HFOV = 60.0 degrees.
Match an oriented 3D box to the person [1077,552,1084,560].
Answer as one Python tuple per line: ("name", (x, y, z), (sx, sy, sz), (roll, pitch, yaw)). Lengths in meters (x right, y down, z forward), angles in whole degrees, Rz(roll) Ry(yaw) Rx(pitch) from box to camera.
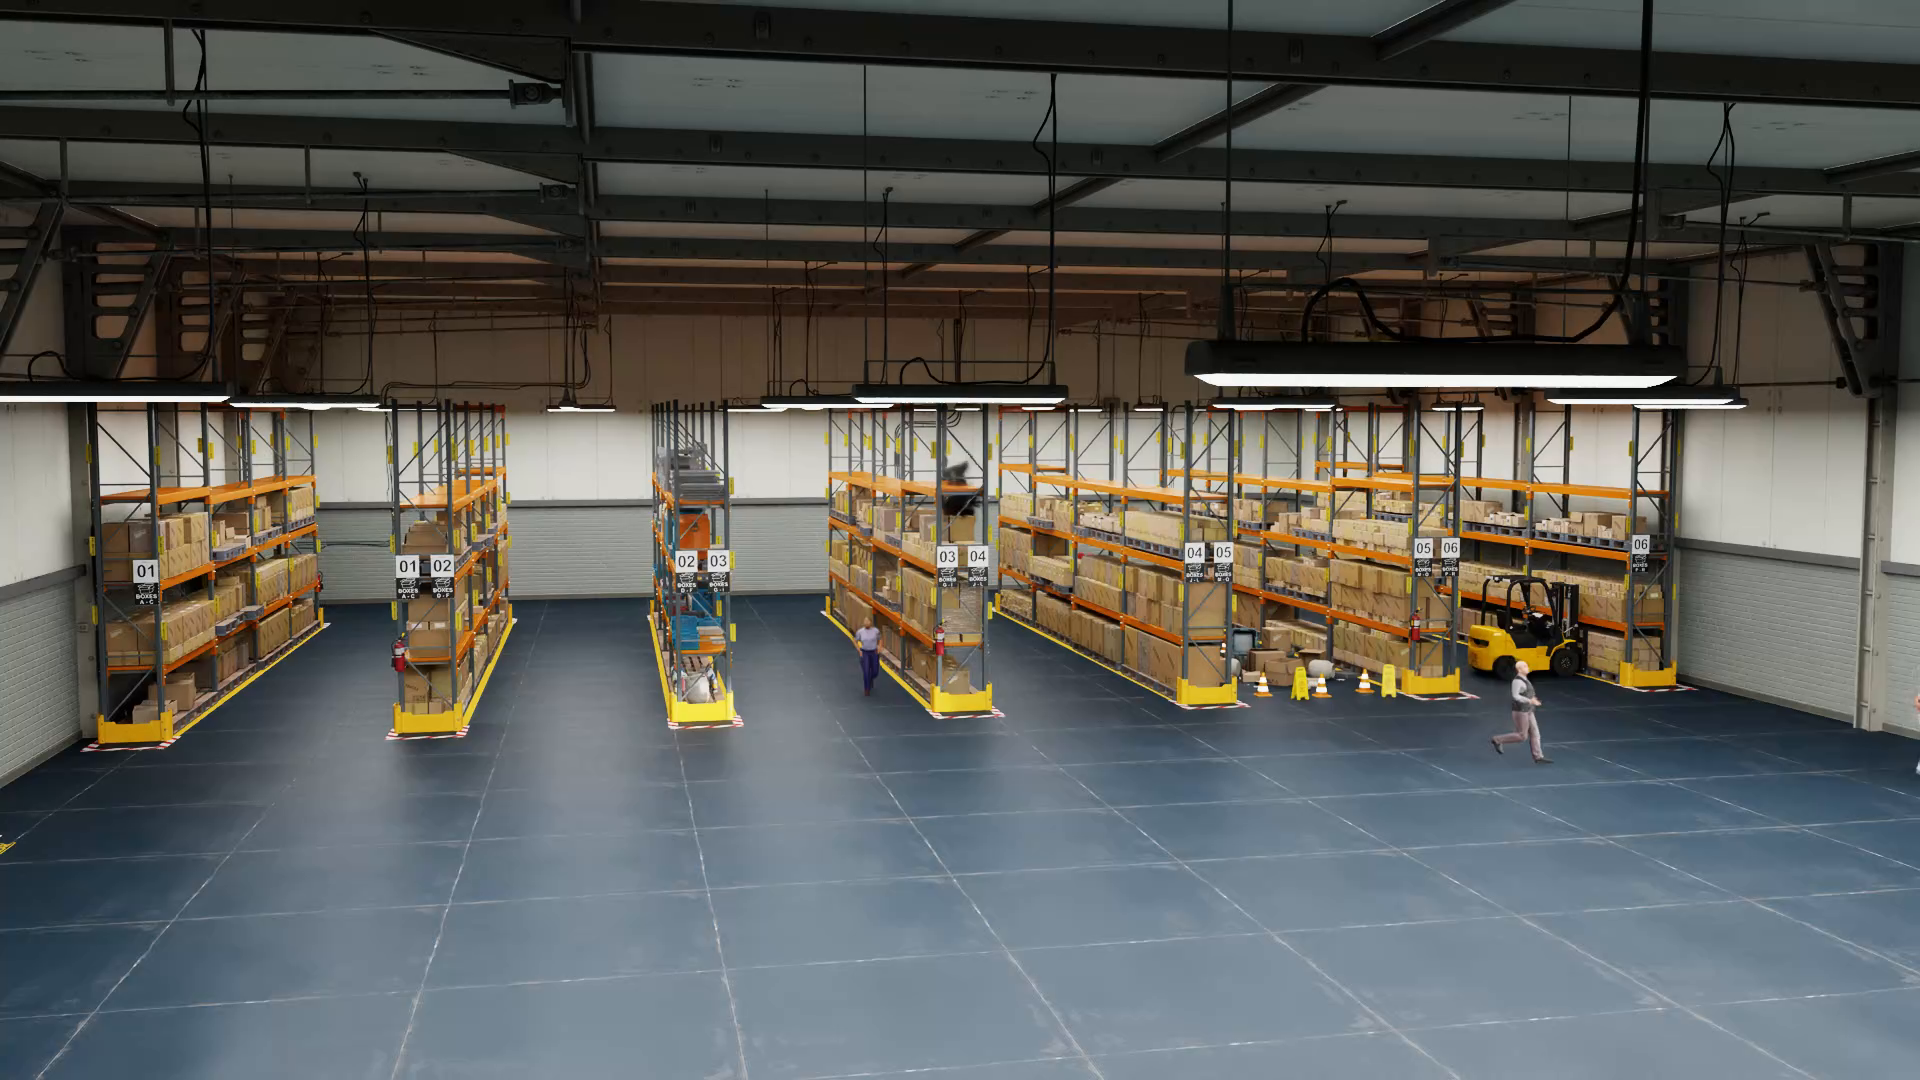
("person", (3.443, 1.200, 48.493), (0.674, 1.730, 0.951), (-1, 4, -12))

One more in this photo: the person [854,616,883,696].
("person", (-1.868, 2.368, 34.021), (0.605, 1.616, 0.515), (-1, 4, -9))

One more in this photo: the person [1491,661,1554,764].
("person", (9.243, 2.823, 27.251), (0.984, 1.691, 0.677), (3, 5, 31))

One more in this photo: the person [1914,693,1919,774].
("person", (15.330, 2.889, 25.944), (0.642, 1.816, 0.738), (-3, 5, -34))
